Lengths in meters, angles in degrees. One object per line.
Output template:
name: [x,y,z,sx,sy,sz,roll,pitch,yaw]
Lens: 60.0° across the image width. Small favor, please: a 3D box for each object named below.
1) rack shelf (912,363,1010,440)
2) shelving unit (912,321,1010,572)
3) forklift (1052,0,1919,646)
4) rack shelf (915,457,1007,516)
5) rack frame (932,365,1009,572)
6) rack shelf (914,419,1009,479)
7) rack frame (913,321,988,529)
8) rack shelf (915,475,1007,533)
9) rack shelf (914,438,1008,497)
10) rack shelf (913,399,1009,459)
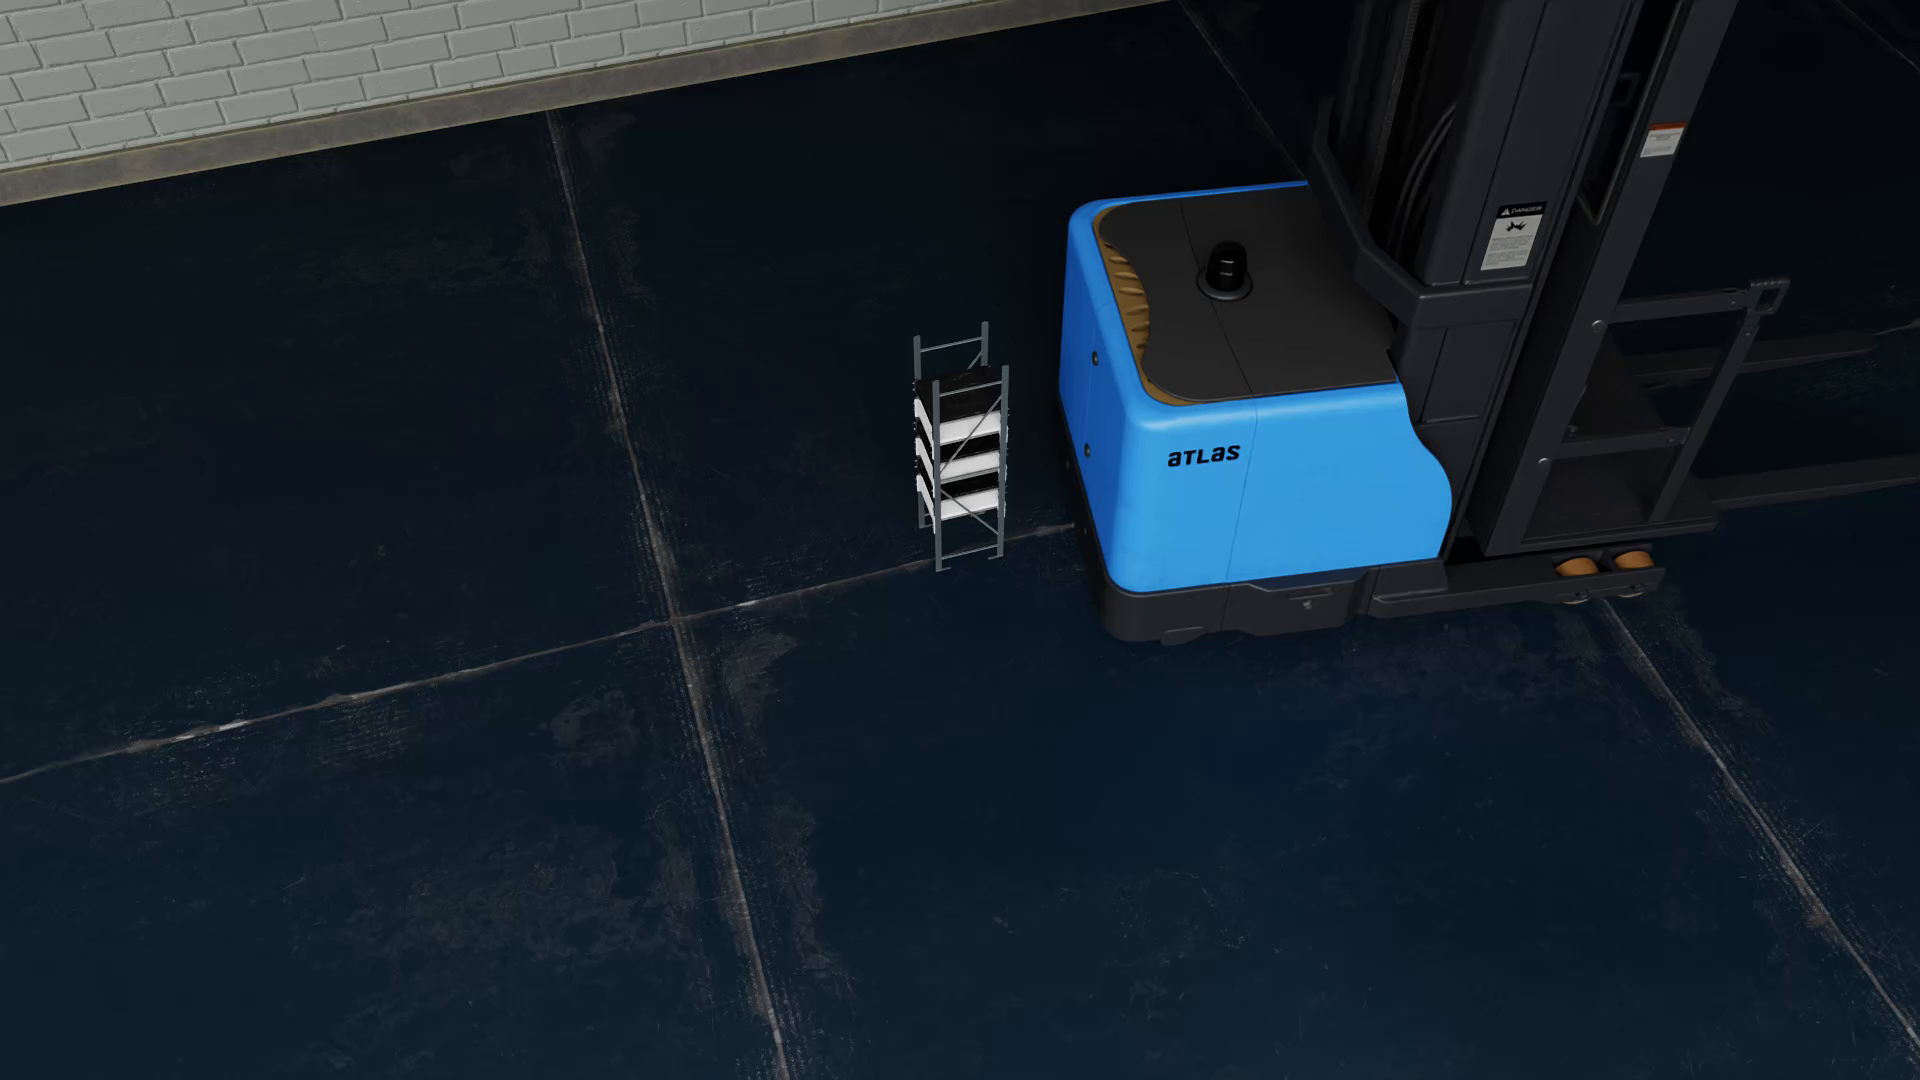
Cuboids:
rack shelf: [0.002,-0.437,5.220,0.258,0.077,0.200,-13,51,-11]
shelving unit: [0.002,-0.284,5.401,0.258,0.900,0.210,-13,51,-11]
forklift: [1.891,-1.126,4.782,3.031,2.935,1.130,-7,50,-6]
rack shelf: [0.002,-0.205,5.495,0.258,0.077,0.200,-13,51,-11]
rack frame: [0.032,-0.210,5.338,0.240,0.900,0.006,-13,51,-11]
rack shelf: [0.002,-0.321,5.358,0.258,0.077,0.200,-13,51,-11]
rack frame: [-0.028,-0.358,5.464,0.240,0.900,0.006,-13,51,-11]
rack shelf: [0.002,-0.147,5.564,0.258,0.077,0.200,-13,51,-11]
rack shelf: [0.002,-0.263,5.426,0.258,0.077,0.200,-13,51,-11]
rack shelf: [0.002,-0.379,5.289,0.258,0.077,0.200,-13,51,-11]
